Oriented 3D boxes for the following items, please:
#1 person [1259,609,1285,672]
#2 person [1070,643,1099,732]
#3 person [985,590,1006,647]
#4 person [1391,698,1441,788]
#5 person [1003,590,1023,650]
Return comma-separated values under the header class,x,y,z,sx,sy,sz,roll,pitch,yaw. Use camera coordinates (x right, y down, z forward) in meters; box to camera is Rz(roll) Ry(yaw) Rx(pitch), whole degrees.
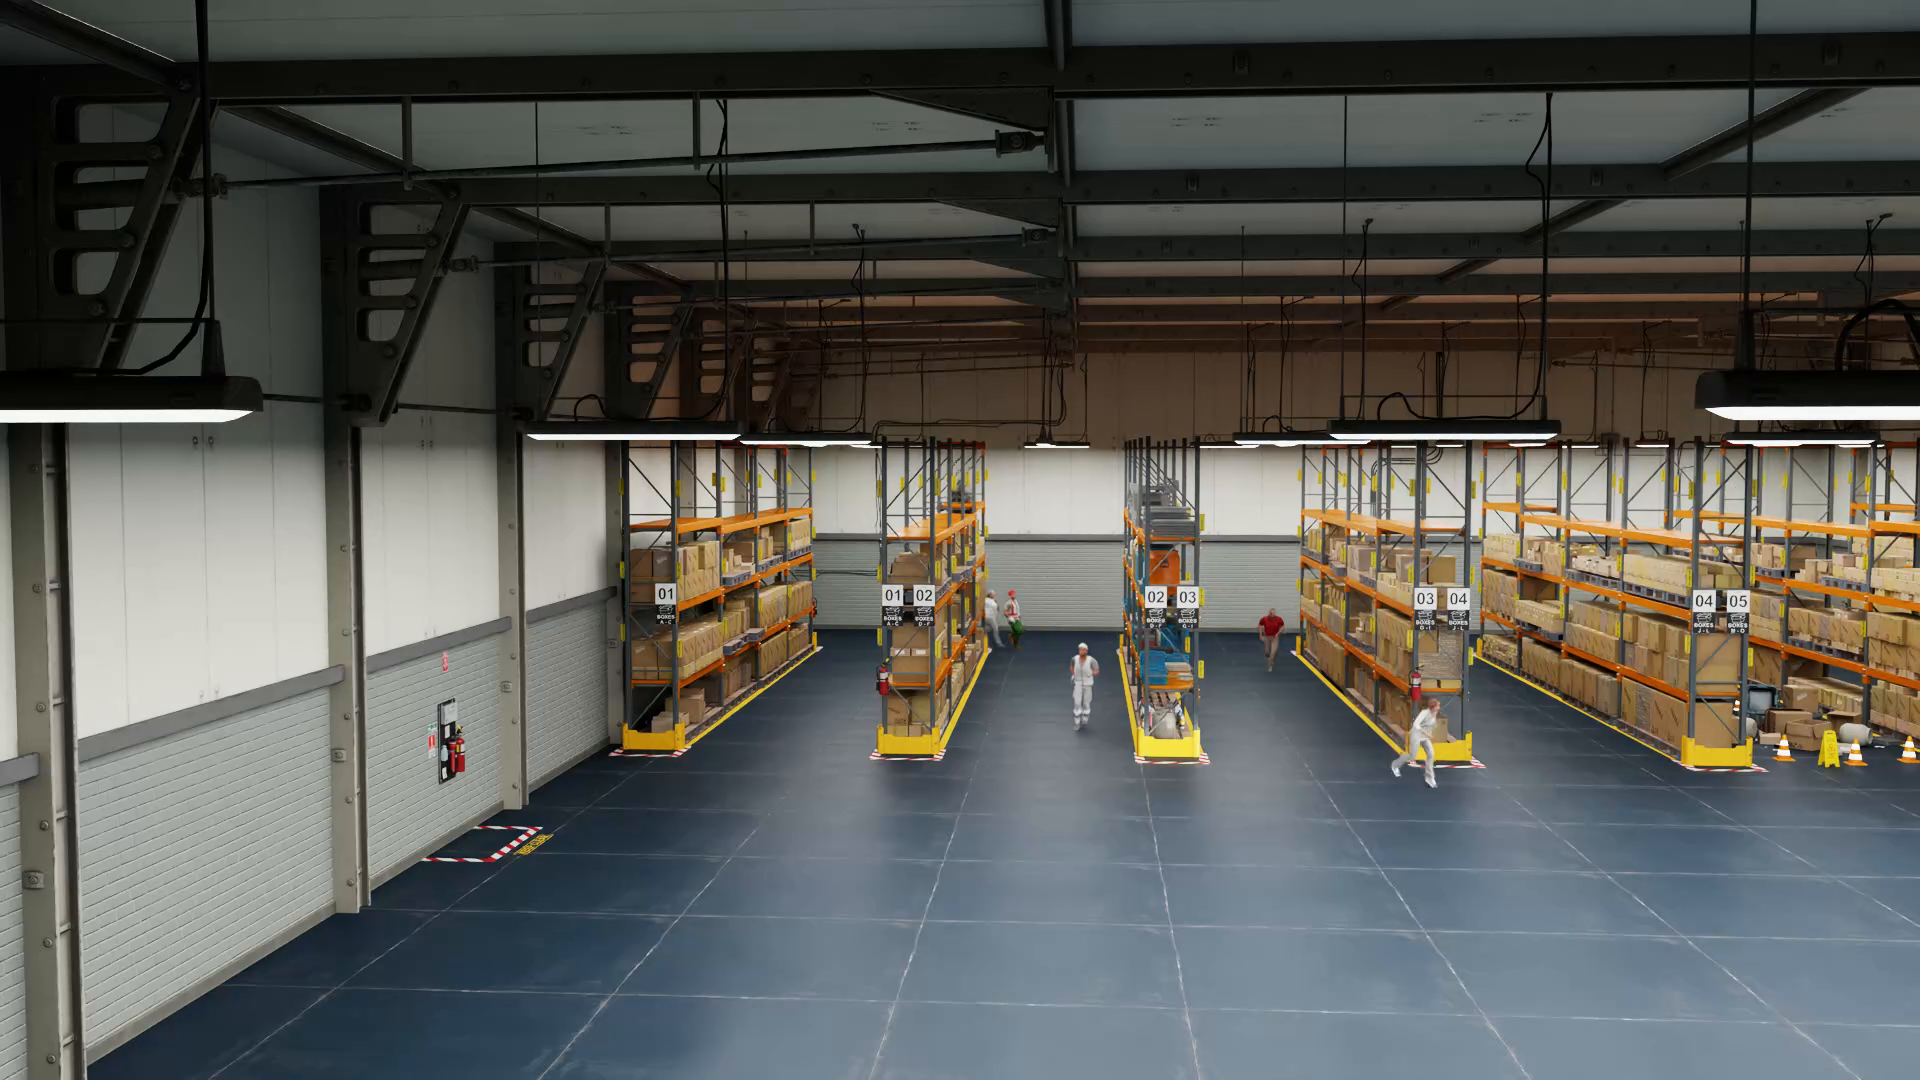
class,x,y,z,sx,sy,sz,roll,pitch,yaw
person,8.127,2.599,43.418,0.659,1.668,0.785,0,3,4
person,2.552,3.013,34.152,0.615,1.817,0.824,1,3,10
person,0.869,2.293,48.582,0.918,1.678,0.624,1,3,18
person,7.846,3.454,28.628,0.920,1.534,0.576,3,4,44
person,1.529,2.302,47.994,0.570,1.728,0.666,3,4,41
